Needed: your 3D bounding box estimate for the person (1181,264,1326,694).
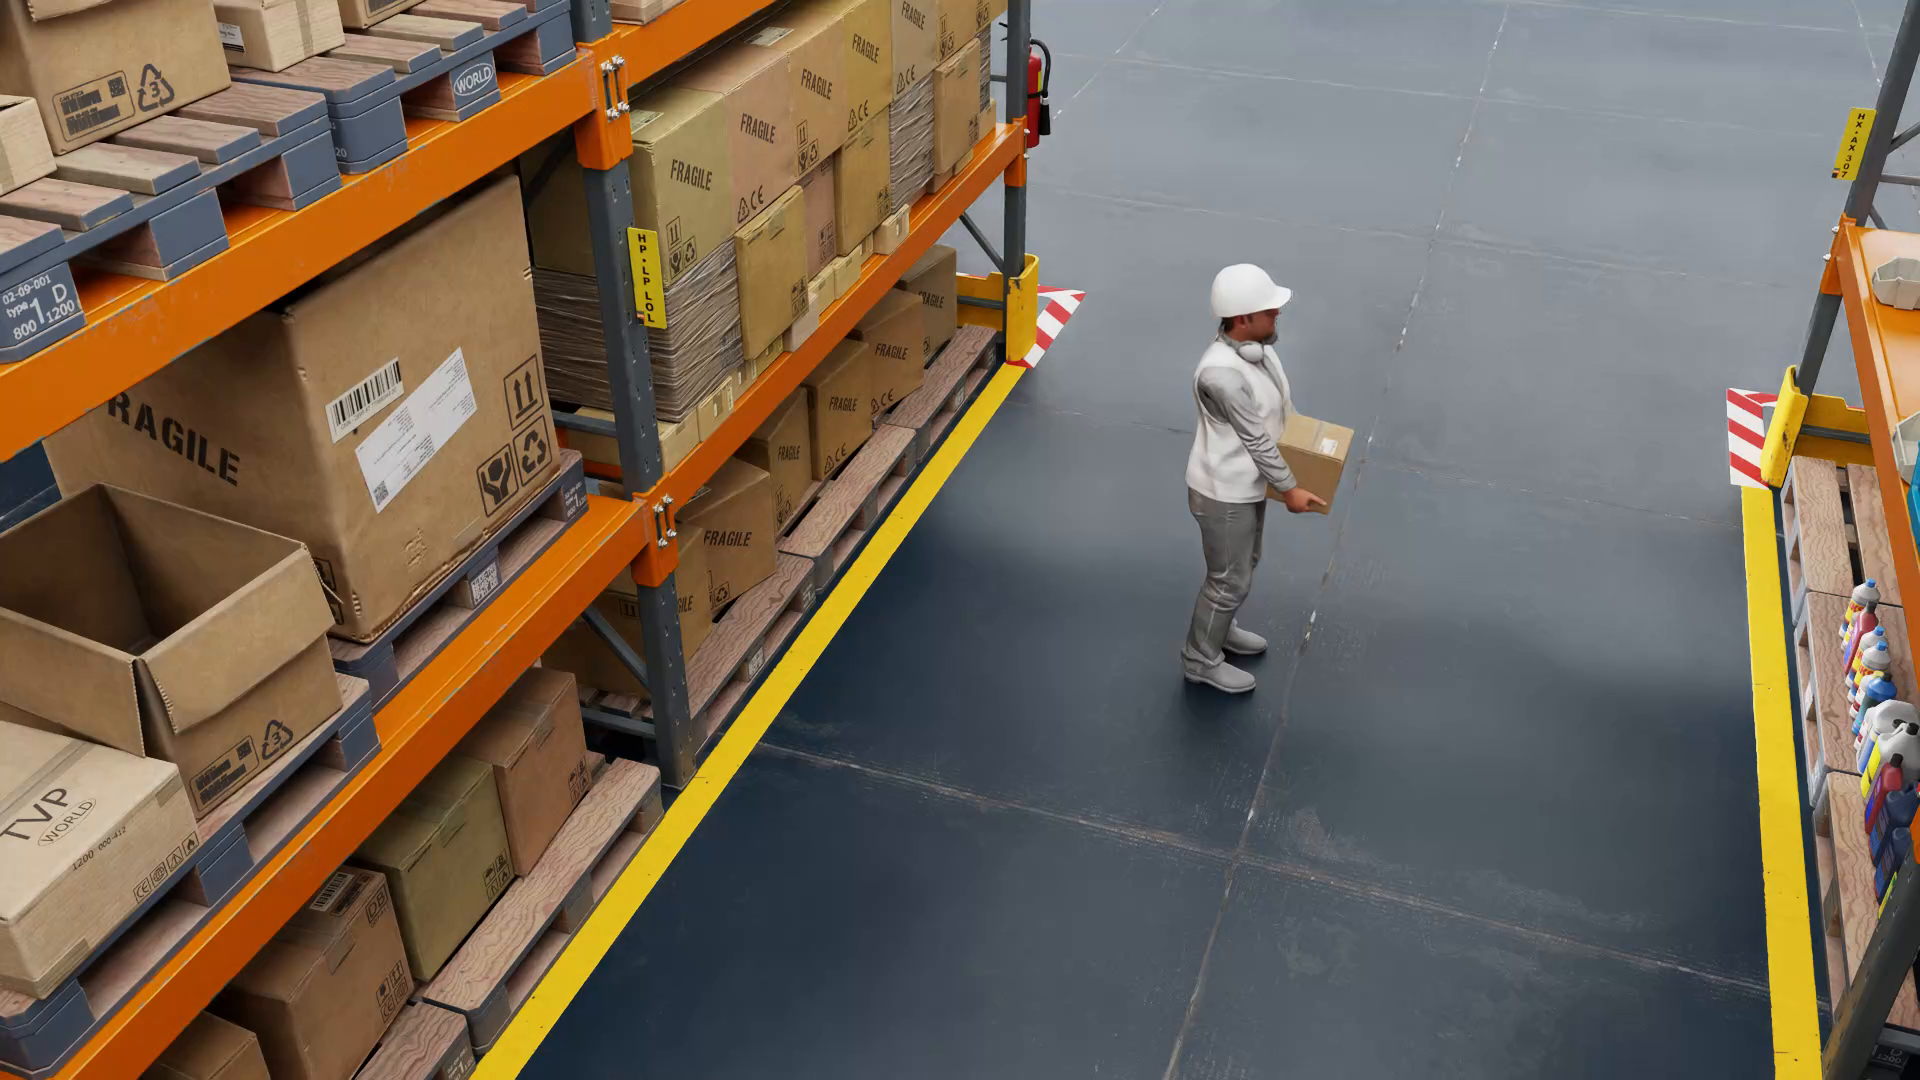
[{"bbox_3d":[1.166,-0.225,6.468,0.554,1.768,0.495,11,35,17],"label":"person"}]
